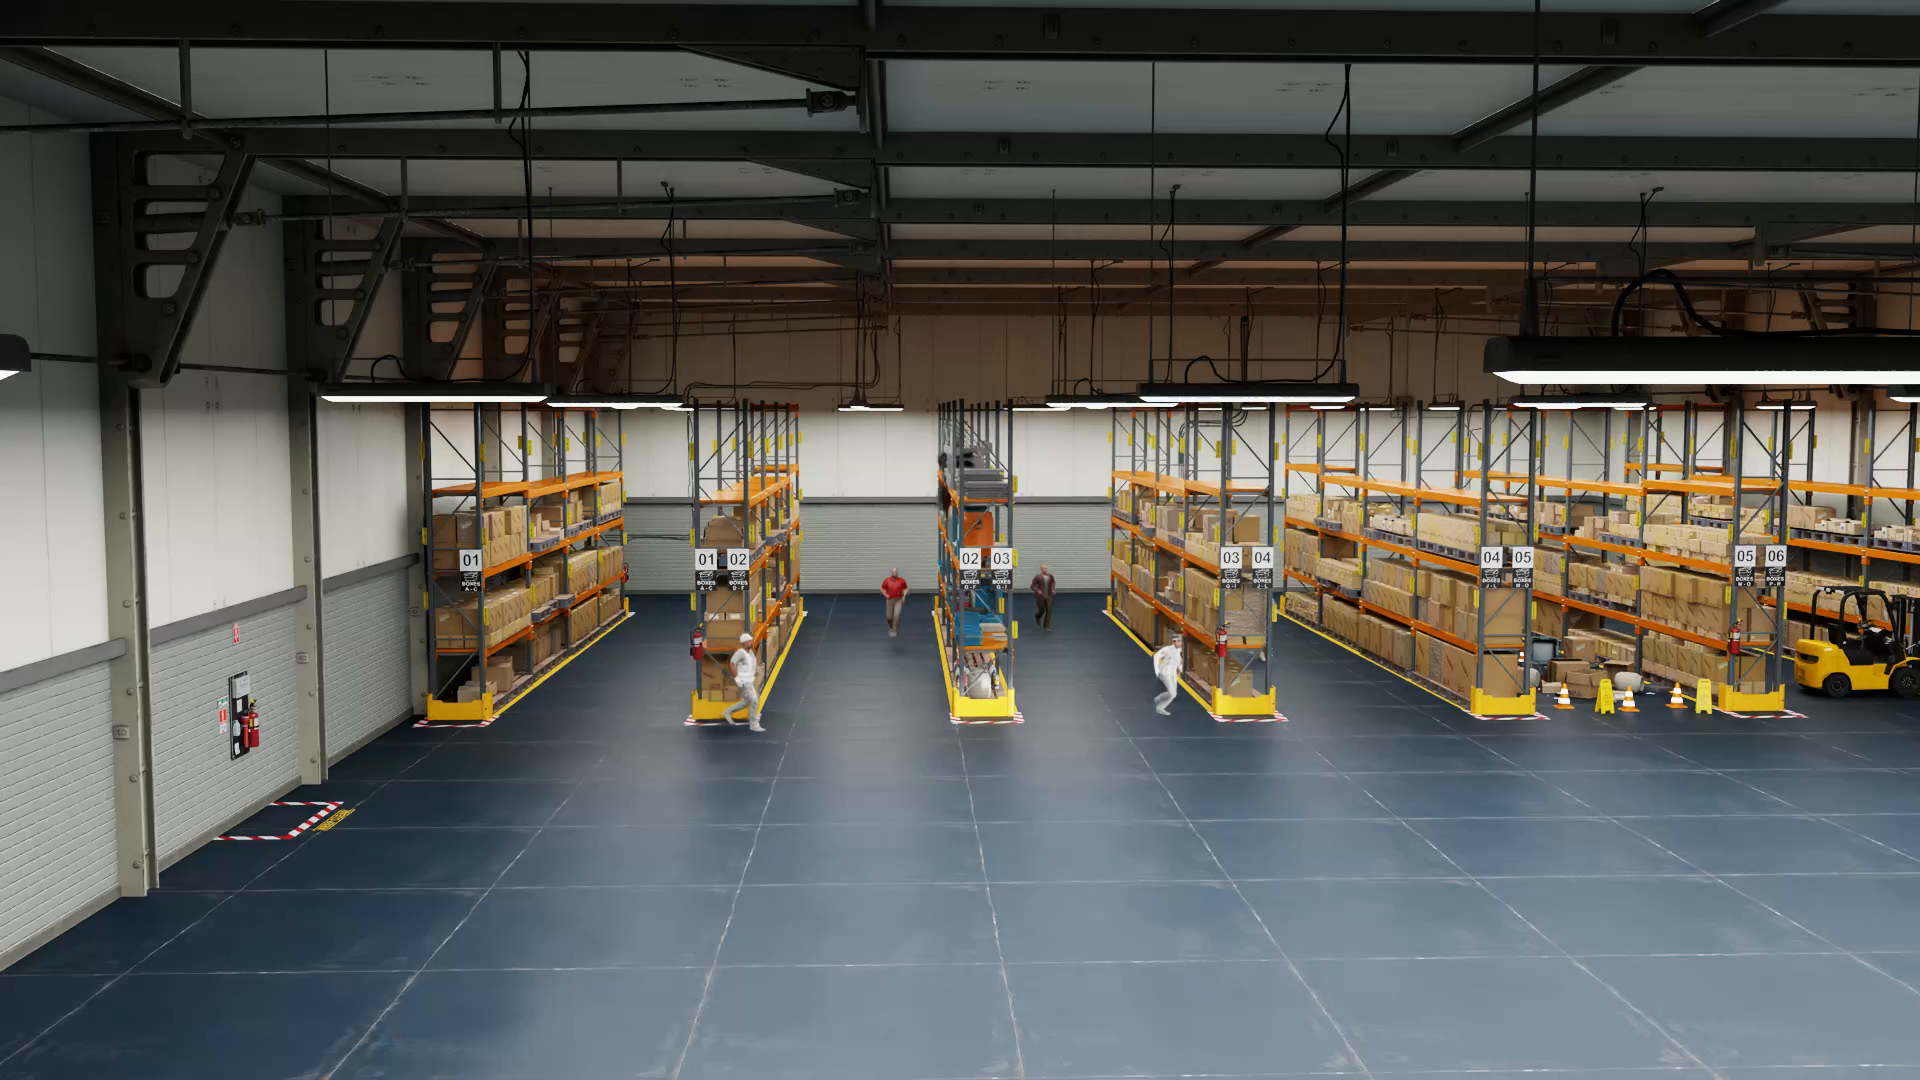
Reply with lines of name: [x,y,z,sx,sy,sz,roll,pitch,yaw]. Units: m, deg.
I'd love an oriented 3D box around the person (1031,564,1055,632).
person: [2.221,1.522,43.887,0.712,1.761,0.918,-1,4,-14]

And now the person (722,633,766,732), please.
person: [-3.885,2.578,30.027,0.798,1.794,0.717,1,4,9]

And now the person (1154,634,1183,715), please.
person: [3.944,2.541,31.527,0.611,1.570,0.617,-4,6,-44]

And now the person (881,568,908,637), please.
person: [-1.600,1.535,40.660,0.658,1.715,0.626,0,4,-1]

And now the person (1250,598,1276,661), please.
person: [7.044,1.920,38.728,0.704,1.750,0.687,0,4,-5]
